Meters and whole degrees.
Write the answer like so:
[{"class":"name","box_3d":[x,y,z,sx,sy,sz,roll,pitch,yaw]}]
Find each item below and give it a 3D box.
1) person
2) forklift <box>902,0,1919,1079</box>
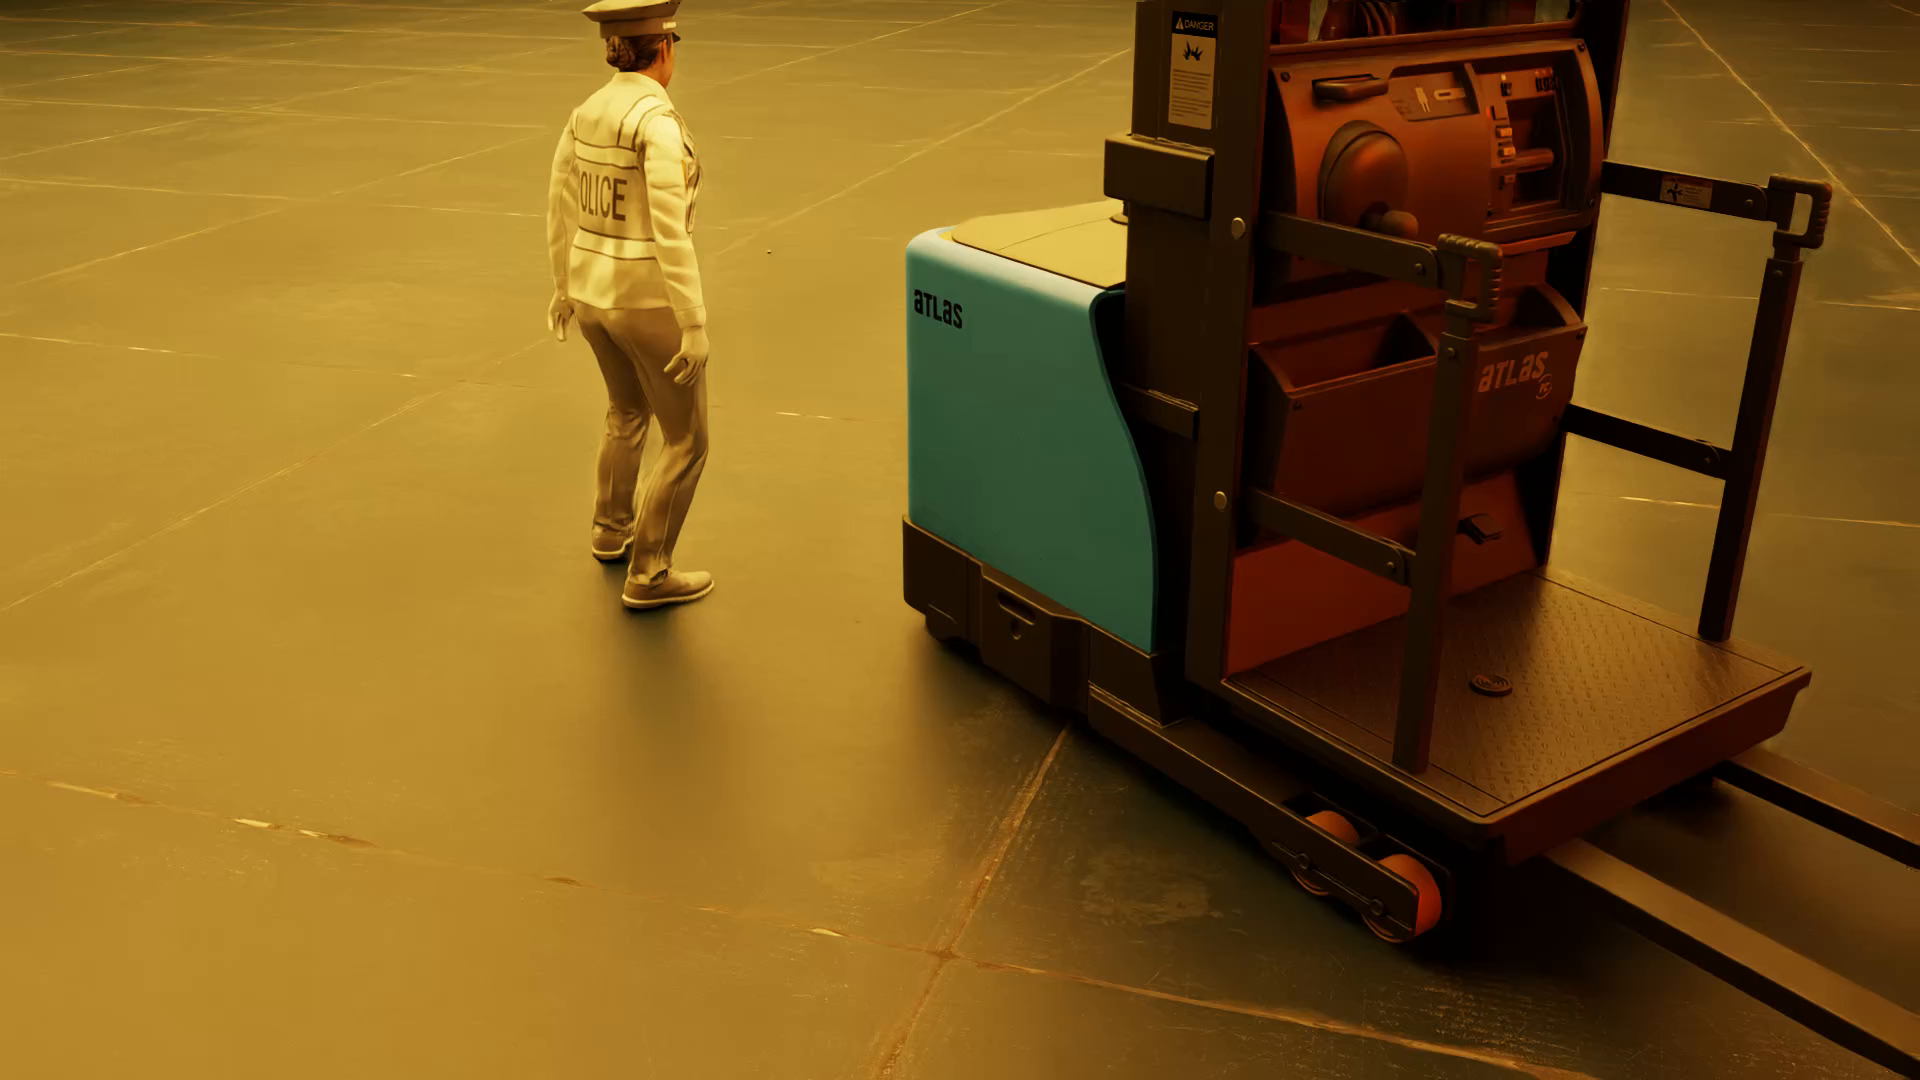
[{"class":"person","box_3d":[-0.882,-0.637,4.541,0.389,1.638,0.793,-21,30,-41]},{"class":"forklift","box_3d":[1.100,-0.784,3.178,1.130,2.935,3.031,-15,27,-32]}]
